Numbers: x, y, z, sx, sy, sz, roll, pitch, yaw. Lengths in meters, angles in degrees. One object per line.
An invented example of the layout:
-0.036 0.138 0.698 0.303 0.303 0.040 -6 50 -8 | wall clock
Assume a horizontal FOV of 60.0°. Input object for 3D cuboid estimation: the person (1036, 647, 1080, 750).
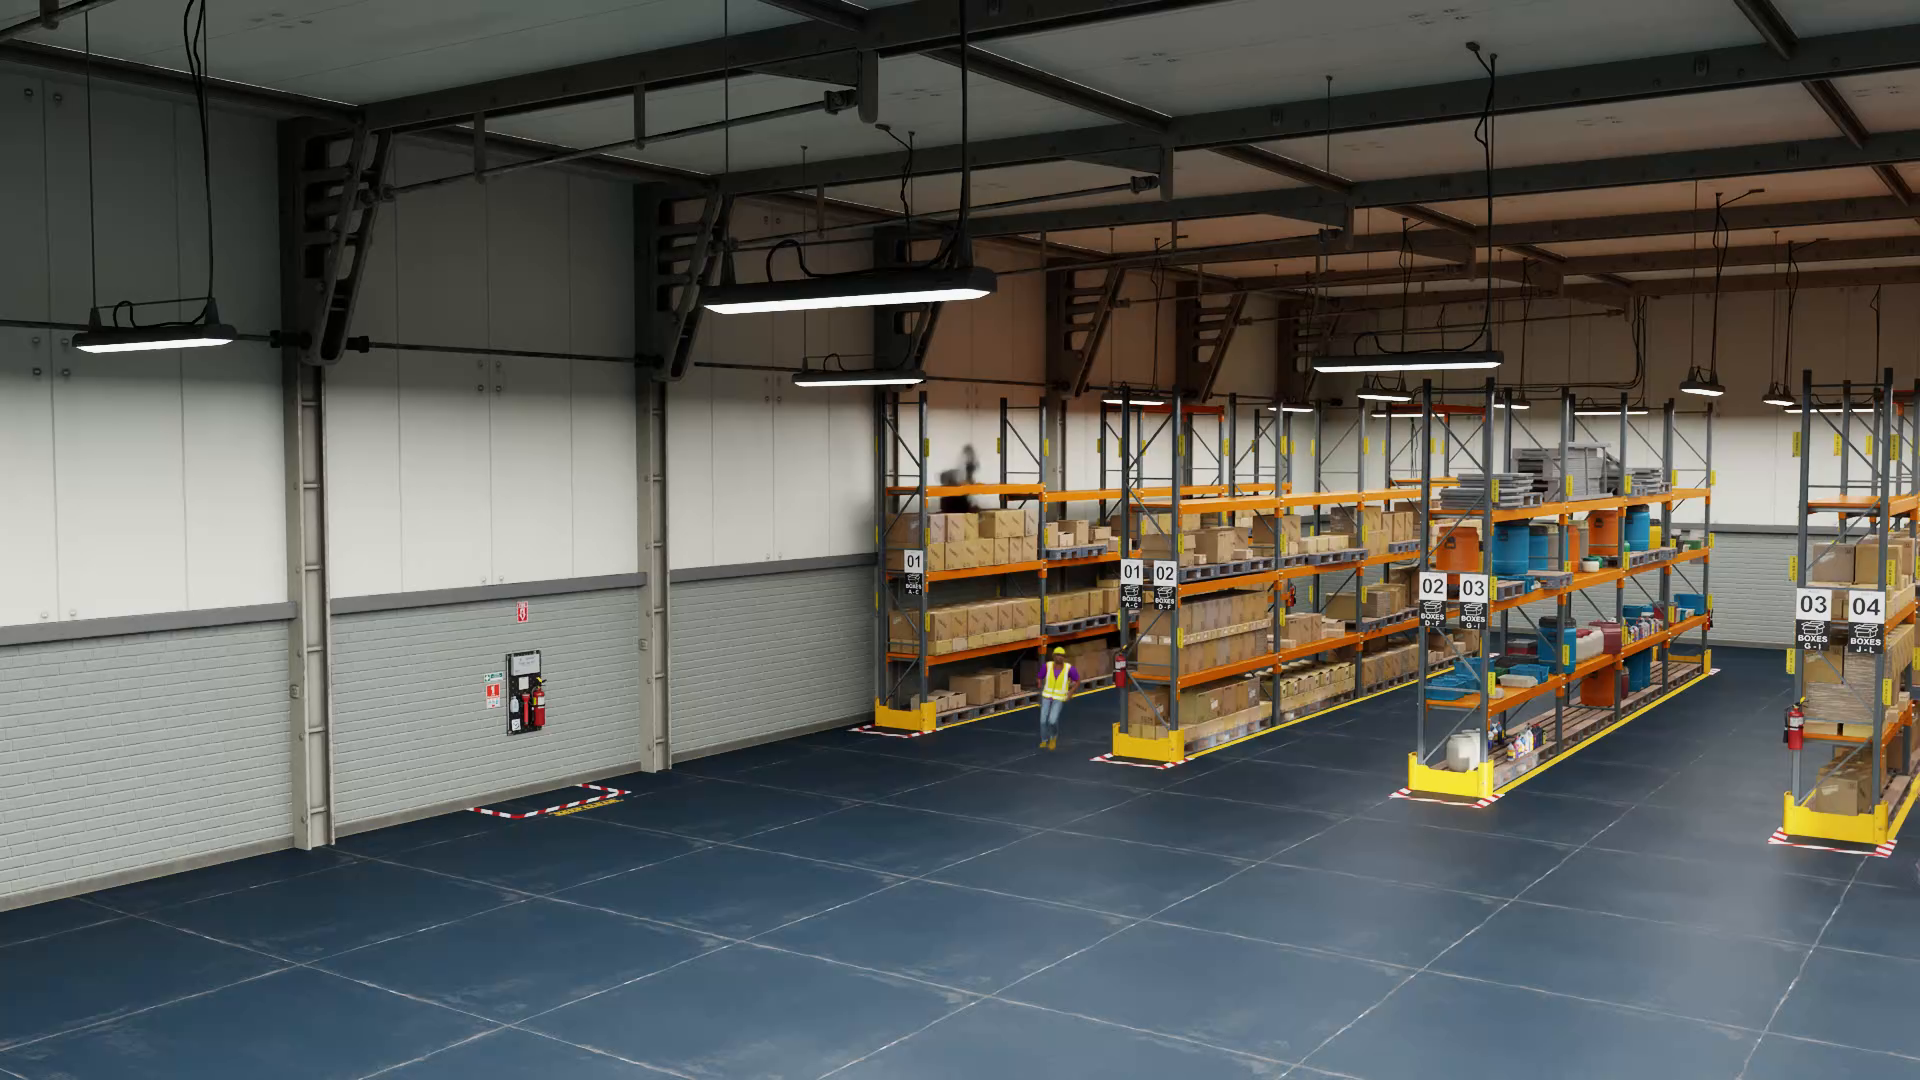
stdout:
1.562 2.599 27.220 0.703 1.708 0.598 1 3 19 | person
